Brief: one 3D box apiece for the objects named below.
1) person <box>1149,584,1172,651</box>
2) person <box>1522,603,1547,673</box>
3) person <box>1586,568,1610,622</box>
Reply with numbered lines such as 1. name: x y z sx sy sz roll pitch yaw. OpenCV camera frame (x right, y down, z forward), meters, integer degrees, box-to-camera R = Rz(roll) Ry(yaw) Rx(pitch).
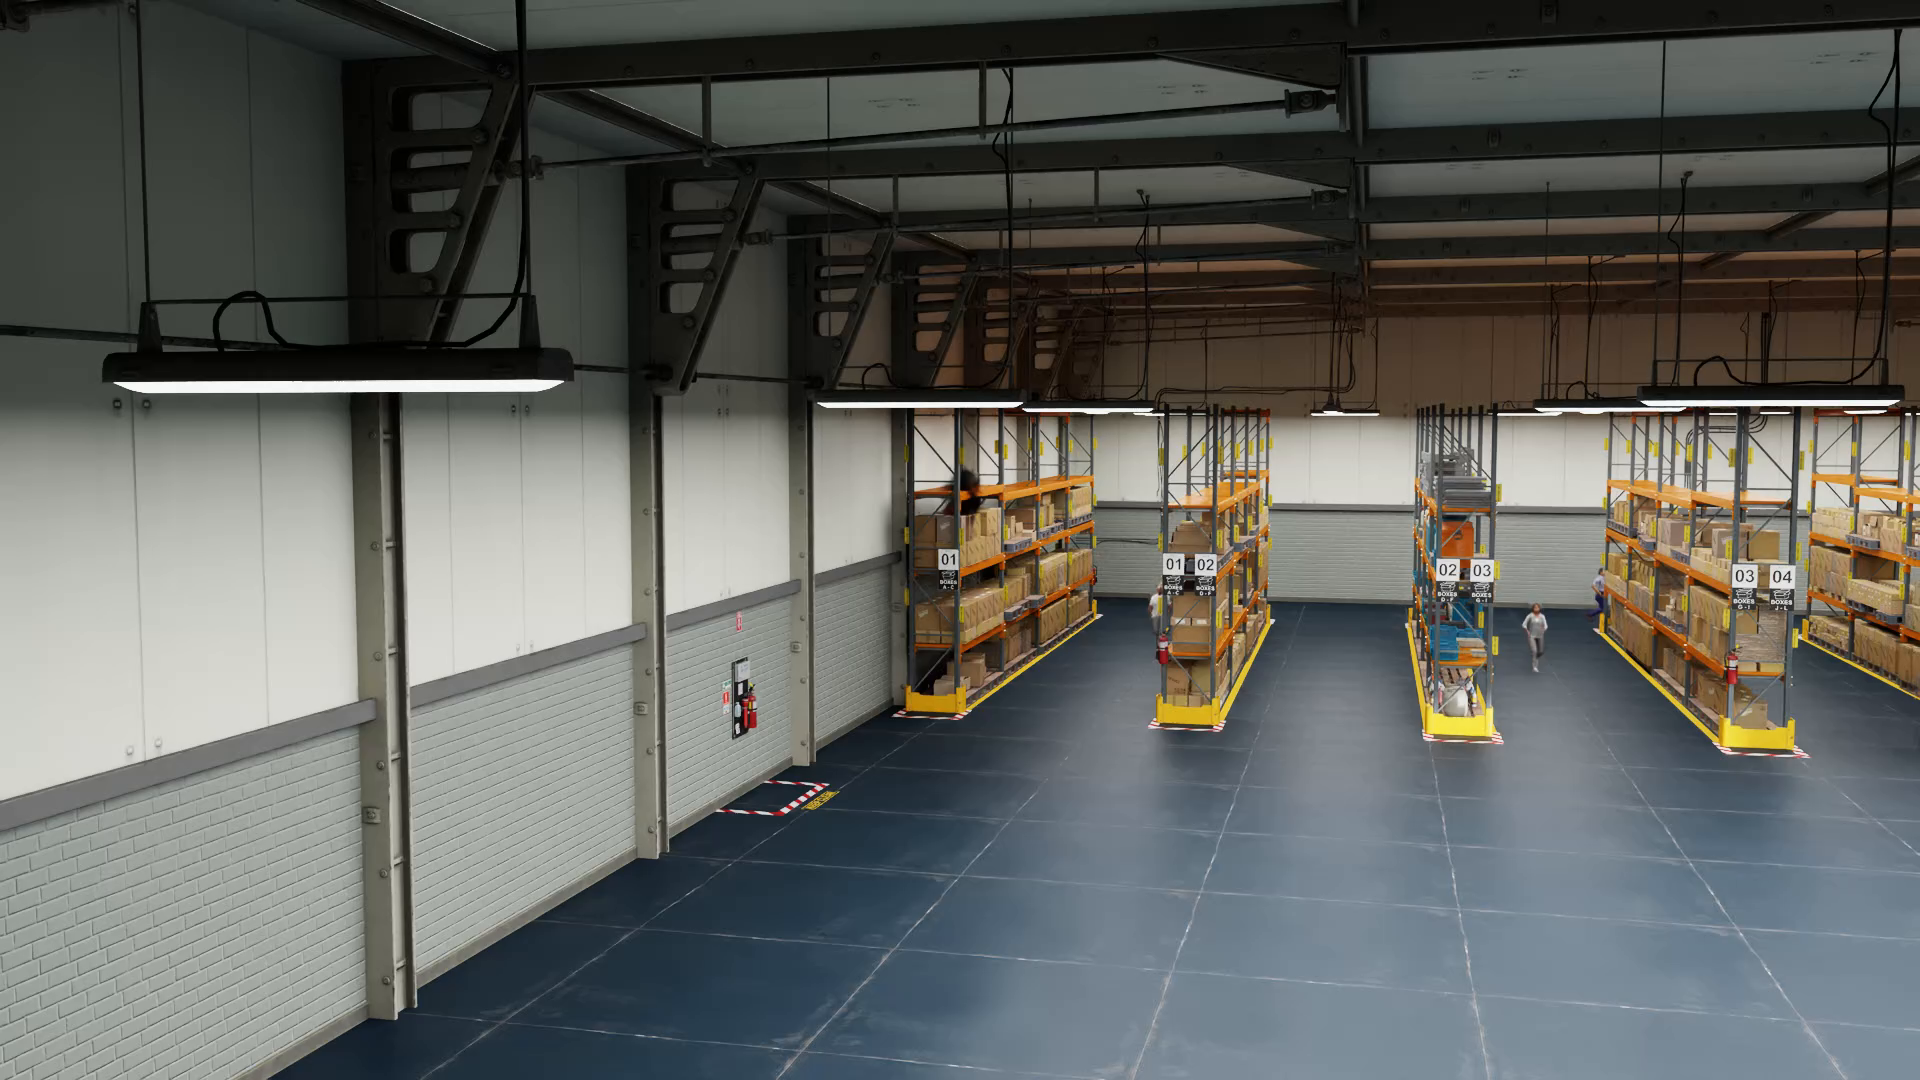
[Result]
1. person: 4.973 1.901 41.319 0.582 1.665 0.578 1 4 12
2. person: 13.026 2.203 37.688 0.539 1.551 0.622 1 4 7
3. person: 17.678 1.584 45.903 0.735 1.643 0.604 3 5 37
